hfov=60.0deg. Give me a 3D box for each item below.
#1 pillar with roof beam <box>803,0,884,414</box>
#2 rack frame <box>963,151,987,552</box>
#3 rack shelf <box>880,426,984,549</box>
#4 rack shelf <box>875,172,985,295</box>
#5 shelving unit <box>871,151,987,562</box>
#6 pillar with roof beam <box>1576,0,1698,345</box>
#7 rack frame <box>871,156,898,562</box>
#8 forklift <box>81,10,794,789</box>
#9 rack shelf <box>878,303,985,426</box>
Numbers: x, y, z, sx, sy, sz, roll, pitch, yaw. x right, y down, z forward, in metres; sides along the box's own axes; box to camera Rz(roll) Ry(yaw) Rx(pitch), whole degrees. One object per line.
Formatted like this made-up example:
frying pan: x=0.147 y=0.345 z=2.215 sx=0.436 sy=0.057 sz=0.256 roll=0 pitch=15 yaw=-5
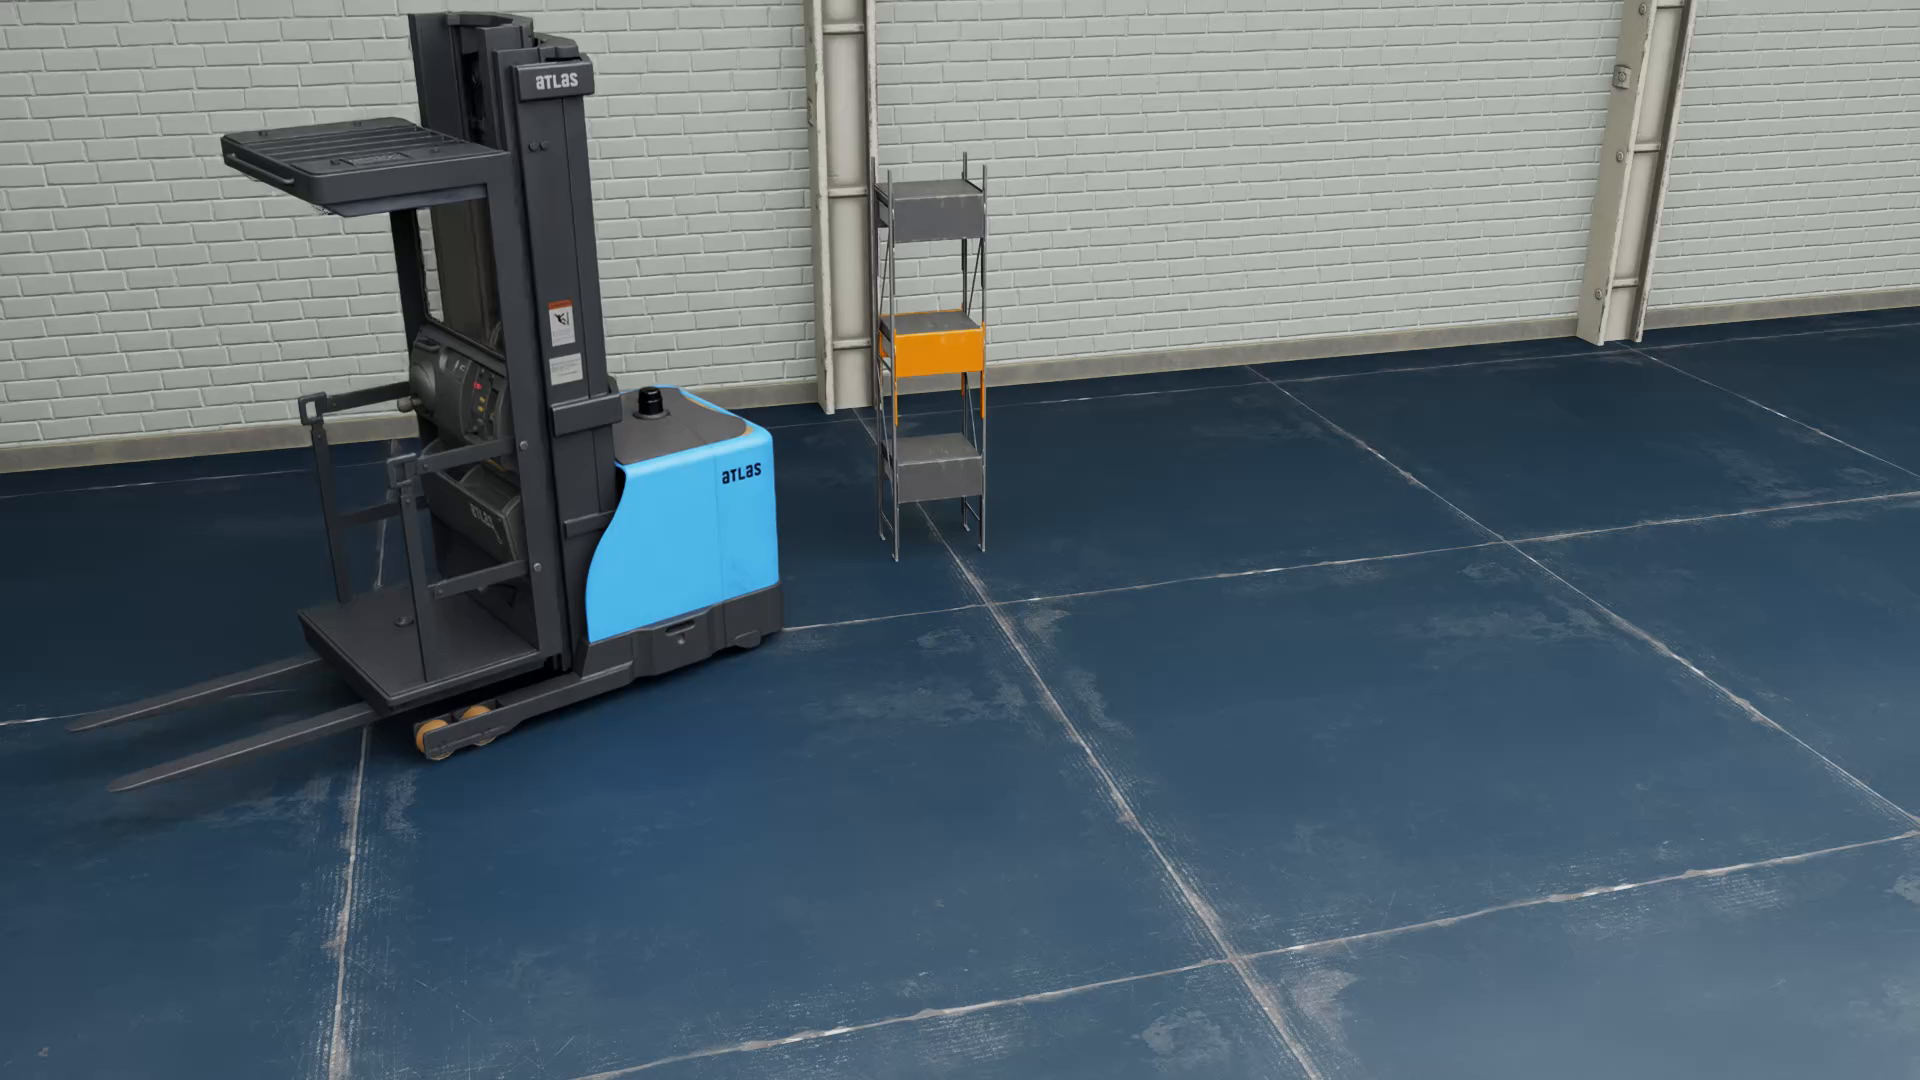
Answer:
pillar with roof beam: x=0.410 y=-3.429 z=5.829 sx=0.400 sy=9.000 sz=9.100 roll=-6 pitch=24 yaw=-14
rack frame: x=0.076 y=-0.973 z=8.855 sx=0.015 sy=2.100 sz=0.400 roll=-6 pitch=24 yaw=-14
rack shelf: x=-0.159 y=-0.291 z=9.076 sx=0.480 sy=0.518 sz=0.431 roll=-6 pitch=24 yaw=-14
rack shelf: x=-0.159 y=-1.578 z=8.524 sx=0.480 sy=0.518 sz=0.431 roll=-6 pitch=24 yaw=-14
shelving unit: x=-0.159 y=-0.947 z=8.795 sx=0.503 sy=2.100 sz=0.431 roll=-6 pitch=24 yaw=-14
pillar with roof beam: x=6.187 y=-4.068 z=7.318 sx=0.400 sy=9.000 sz=9.100 roll=-6 pitch=24 yaw=-14
rack frame: x=-0.394 y=-0.921 z=8.734 sx=0.015 sy=2.100 sz=0.400 roll=-6 pitch=24 yaw=-14
forklift: x=-2.274 y=-0.661 z=7.072 sx=3.031 sy=2.935 sz=1.130 roll=-18 pitch=29 yaw=-35
rack shelf: x=-0.159 y=-0.935 z=8.800 sx=0.480 sy=0.518 sz=0.431 roll=-6 pitch=24 yaw=-14
